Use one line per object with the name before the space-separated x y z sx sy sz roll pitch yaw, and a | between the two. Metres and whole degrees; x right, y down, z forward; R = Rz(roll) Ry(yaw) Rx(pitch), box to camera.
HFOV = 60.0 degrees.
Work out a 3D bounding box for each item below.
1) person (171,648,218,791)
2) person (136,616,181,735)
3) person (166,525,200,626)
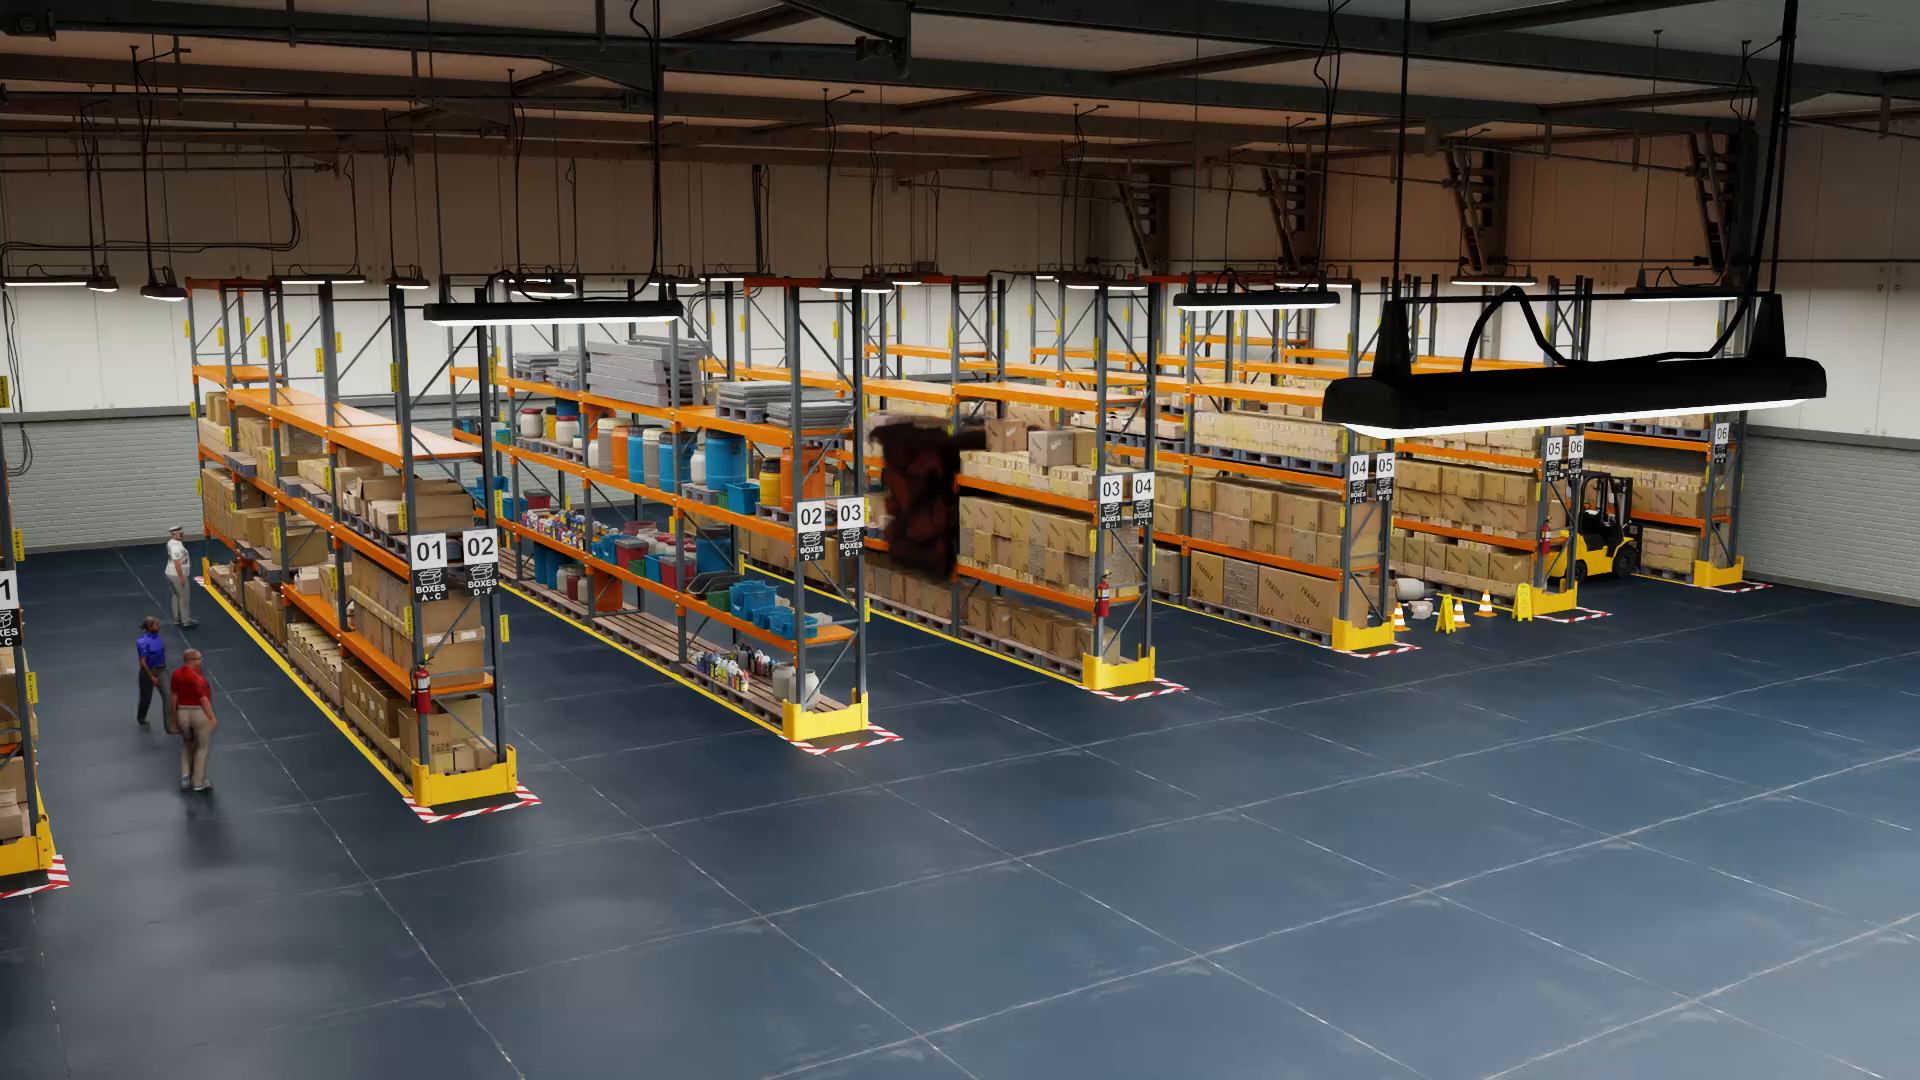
person | -9.205 2.156 20.016 0.558 1.761 0.452 1 10 4
person | -10.878 1.810 22.409 0.394 1.614 0.979 -9 13 -43
person | -13.573 0.619 28.982 0.463 1.753 0.602 -7 12 -36
